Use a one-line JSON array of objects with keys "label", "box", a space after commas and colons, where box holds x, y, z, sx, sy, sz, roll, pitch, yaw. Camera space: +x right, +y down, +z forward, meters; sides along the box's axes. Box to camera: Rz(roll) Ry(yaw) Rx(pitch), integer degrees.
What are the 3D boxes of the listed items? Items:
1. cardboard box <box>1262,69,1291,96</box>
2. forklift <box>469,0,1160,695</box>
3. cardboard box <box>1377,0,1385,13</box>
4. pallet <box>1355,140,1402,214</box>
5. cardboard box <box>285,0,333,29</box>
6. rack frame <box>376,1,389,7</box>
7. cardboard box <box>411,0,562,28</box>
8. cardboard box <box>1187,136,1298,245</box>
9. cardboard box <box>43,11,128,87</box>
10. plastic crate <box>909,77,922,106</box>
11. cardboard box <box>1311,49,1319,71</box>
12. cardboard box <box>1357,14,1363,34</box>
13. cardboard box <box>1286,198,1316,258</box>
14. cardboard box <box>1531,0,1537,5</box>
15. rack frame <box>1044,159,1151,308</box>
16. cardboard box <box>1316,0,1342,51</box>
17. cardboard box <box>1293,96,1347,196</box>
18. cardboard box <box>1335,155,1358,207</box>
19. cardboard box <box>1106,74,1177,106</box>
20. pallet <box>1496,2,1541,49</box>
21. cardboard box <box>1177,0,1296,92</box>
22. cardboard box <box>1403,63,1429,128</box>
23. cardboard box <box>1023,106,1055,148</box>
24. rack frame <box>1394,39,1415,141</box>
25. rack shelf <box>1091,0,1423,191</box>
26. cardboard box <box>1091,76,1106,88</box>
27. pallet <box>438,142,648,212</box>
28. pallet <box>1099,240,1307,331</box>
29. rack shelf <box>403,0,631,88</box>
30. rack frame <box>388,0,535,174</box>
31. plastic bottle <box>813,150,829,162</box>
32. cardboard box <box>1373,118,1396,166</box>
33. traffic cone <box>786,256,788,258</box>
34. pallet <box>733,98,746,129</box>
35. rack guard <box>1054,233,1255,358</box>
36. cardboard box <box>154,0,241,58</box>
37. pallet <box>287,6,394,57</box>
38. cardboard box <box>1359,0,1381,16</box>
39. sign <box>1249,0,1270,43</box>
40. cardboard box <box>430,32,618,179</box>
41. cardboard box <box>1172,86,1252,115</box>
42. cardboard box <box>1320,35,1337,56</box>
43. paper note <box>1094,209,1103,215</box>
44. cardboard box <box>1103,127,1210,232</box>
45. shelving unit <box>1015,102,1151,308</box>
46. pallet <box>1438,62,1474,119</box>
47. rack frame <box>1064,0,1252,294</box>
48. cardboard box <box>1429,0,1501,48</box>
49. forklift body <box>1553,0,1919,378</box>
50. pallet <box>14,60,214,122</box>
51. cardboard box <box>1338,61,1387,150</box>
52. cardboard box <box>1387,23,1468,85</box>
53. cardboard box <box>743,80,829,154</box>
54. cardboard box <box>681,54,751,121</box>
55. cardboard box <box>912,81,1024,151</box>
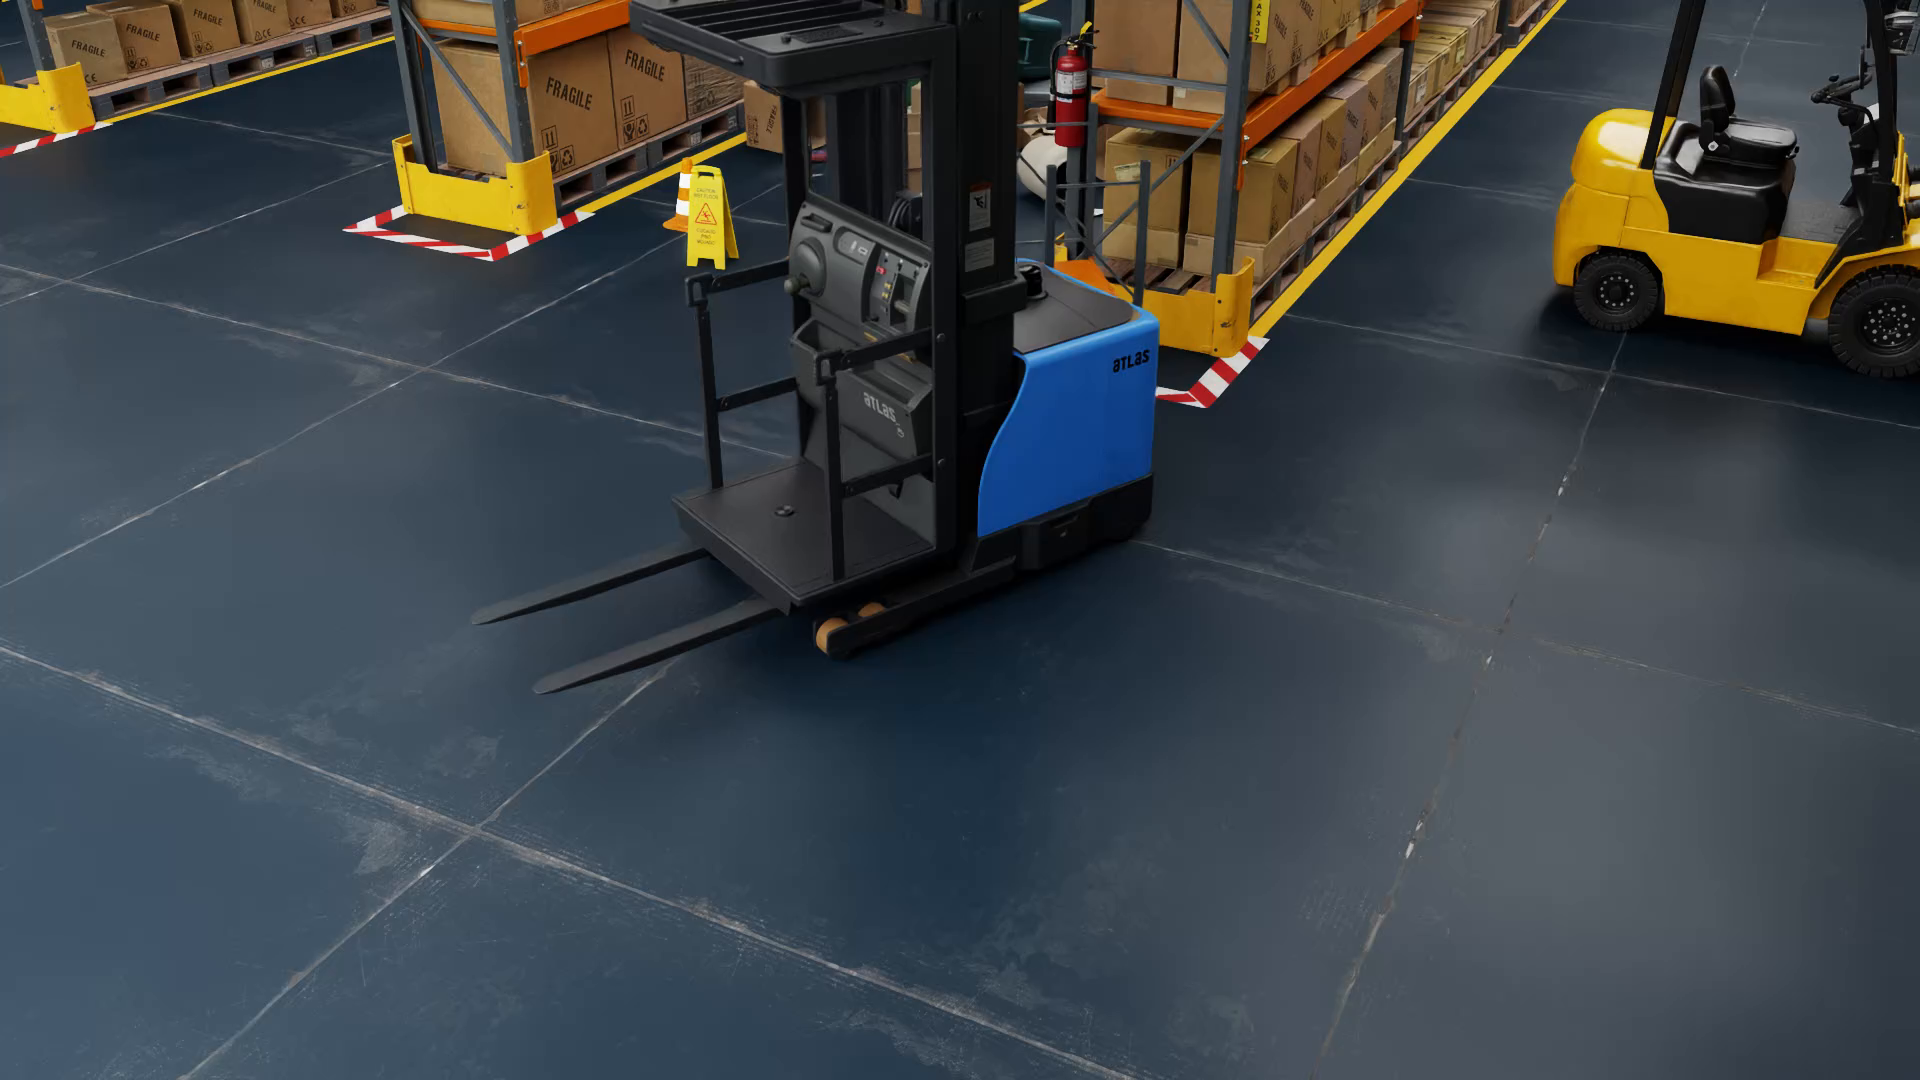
[{"label": "cardboard box", "box": [1.716, -2.722, 9.731, 0.380, 0.149, 0.250, 13, 32, 22]}, {"label": "forklift", "box": [-0.584, -1.079, 6.686, 3.031, 2.935, 1.130, -20, 36, -31]}, {"label": "cardboard box", "box": [2.733, -3.756, 11.531, 0.380, 0.149, 0.250, 14, 33, 24]}, {"label": "pallet", "box": [2.629, -2.772, 12.365, 1.003, 0.211, 1.213, 14, 33, 23]}, {"label": "cardboard box", "box": [-6.390, -5.209, 15.897, 0.500, 0.500, 0.500, -26, 39, -37]}, {"label": "rack frame", "box": [-5.918, -6.535, 16.117, 1.000, 3.000, 0.127, 14, 33, 23]}, {"label": "cardboard box", "box": [-3.242, -3.831, 11.259, 0.875, 0.550, 0.550, 14, 33, 23]}, {"label": "cardboard box", "box": [1.706, -2.134, 10.040, 0.500, 0.500, 0.500, 13, 32, 22]}, {"label": "cardboard box", "box": [-7.441, -4.133, 14.023, 0.500, 0.500, 0.500, 21, 36, 32]}, {"label": "plastic crate", "box": [-0.462, -3.796, 14.114, 0.662, 0.188, 0.450, -18, 24, -28]}, {"label": "cardboard box", "box": [1.961, -2.947, 10.122, 0.380, 0.149, 0.250, 15, 33, 25]}, {"label": "cardboard box", "box": [2.426, -3.408, 10.925, 0.380, 0.149, 0.250, 14, 33, 22]}, {"label": "cardboard box", "box": [1.934, -2.023, 10.599, 0.500, 0.250, 0.500, 16, 33, 25]}, {"label": "cardboard box", "box": [5.525, -6.002, 16.902, 0.875, 0.875, 0.875, 15, 33, 24]}, {"label": "rack frame", "box": [0.654, -1.124, 8.201, 0.500, 1.500, 0.032, -5, 30, -9]}, {"label": "cardboard box", "box": [2.008, -3.289, 10.067, 0.500, 0.500, 0.500, 14, 33, 22]}, {"label": "cardboard box", "box": [2.176, -2.587, 10.829, 0.500, 0.500, 0.500, 15, 33, 24]}, {"label": "cardboard box", "box": [2.404, -2.491, 11.414, 0.500, 0.250, 0.500, 15, 33, 24]}, {"label": "cardboard box", "box": [1.062, -2.619, 9.550, 0.380, 0.149, 0.250, 15, 33, 25]}, {"label": "pallet", "box": [5.152, -5.183, 16.564, 1.003, 0.211, 1.213, 14, 33, 23]}, {"label": "cardboard box", "box": [1.544, -2.833, 9.272, 0.500, 0.500, 0.500, 14, 33, 23]}, {"label": "cardboard box", "box": [3.140, -3.562, 13.158, 0.950, 0.372, 0.625, 15, 33, 24]}, {"label": "cardboard box", "box": [0.622, -3.227, 13.102, 0.258, 0.266, 0.396, -7, 31, -11]}, {"label": "rack frame", "box": [2.904, -4.287, 12.203, 1.000, 3.000, 0.127, 14, 33, 23]}, {"label": "rack shelf", "box": [1.993, -3.088, 10.838, 1.077, 0.370, 4.000, 14, 33, 23]}, {"label": "cardboard box", "box": [1.306, -3.922, 13.316, 0.500, 0.500, 0.500, 14, 33, 23]}, {"label": "pallet", "box": [-3.076, -2.754, 12.335, 1.003, 0.211, 1.213, 14, 33, 23]}, {"label": "pallet", "box": [1.518, -1.690, 10.481, 1.003, 0.211, 1.213, 14, 33, 23]}, {"label": "rack shelf", "box": [-2.460, -4.166, 12.715, 1.077, 0.370, 4.000, 14, 33, 23]}, {"label": "rack frame", "box": [-3.371, -3.592, 10.992, 1.000, 3.000, 0.127, 14, 33, 23]}, {"label": "plastic bottle", "box": [-1.102, -2.969, 12.860, 0.283, 0.061, 0.133, 4, 30, 6]}, {"label": "cardboard box", "box": [2.874, -2.953, 12.220, 0.500, 0.250, 0.500, 16, 33, 25]}, {"label": "traffic cone", "box": [-1.014, -1.998, 10.764, 0.336, 0.463, 0.334, 14, 33, 23]}, {"label": "pallet", "box": [-1.965, -3.836, 14.218, 1.003, 0.211, 1.213, 14, 33, 23]}, {"label": "rack guard", "box": [1.116, -1.463, 9.796, 1.175, 0.500, 0.348, 14, 33, 23]}, {"label": "cardboard box", "box": [-6.897, -4.679, 14.974, 0.500, 0.500, 0.500, 18, 34, 28]}, {"label": "pallet", "box": [-6.193, -5.020, 16.279, 1.003, 0.211, 1.213, 14, 33, 23]}, {"label": "cardboard box", "box": [2.462, -3.745, 10.860, 0.500, 0.500, 0.500, 15, 33, 25]}, {"label": "sign", "box": [1.565, -2.766, 8.685, 0.100, 0.325, 0.005, 14, 33, 23]}, {"label": "cardboard box", "box": [-3.121, -3.168, 11.966, 0.875, 0.875, 0.875, 14, 33, 24]}, {"label": "cardboard box", "box": [1.421, -2.508, 9.358, 0.380, 0.149, 0.250, 14, 33, 23]}, {"label": "cardboard box", "box": [2.174, -3.188, 10.541, 0.380, 0.149, 0.250, 13, 32, 22]}, {"label": "paper note", "box": [0.942, -2.330, 11.777, 0.142, 0.019, 0.148, 4, 30, 6]}, {"label": "cardboard box", "box": [1.214, -2.243, 10.230, 0.500, 0.500, 0.500, 15, 33, 24]}, {"label": "shelving unit", "box": [0.564, -1.378, 8.643, 0.587, 1.500, 1.083, -5, 30, -9]}, {"label": "pallet", "box": [3.812, -3.966, 14.444, 1.003, 0.211, 1.213, 14, 33, 23]}, {"label": "rack frame", "box": [1.082, -2.513, 9.115, 1.000, 3.000, 0.127, 14, 33, 23]}, {"label": "cardboard box", "box": [4.460, -4.854, 15.408, 0.950, 0.372, 0.625, 12, 32, 20]}, {"label": "forklift body", "box": [4.742, -2.275, 9.553, 2.313, 2.155, 1.214, 14, 33, 23]}, {"label": "pallet", "box": [-7.304, -3.938, 14.396, 1.003, 0.211, 1.213, 14, 33, 23]}, {"label": "cardboard box", "box": [2.643, -3.053, 11.640, 0.500, 0.500, 0.500, 15, 33, 24]}, {"label": "cardboard box", "box": [3.780, -4.190, 14.252, 0.950, 0.372, 0.625, 15, 33, 25]}, {"label": "cardboard box", "box": [-1.342, -3.361, 13.098, 0.500, 0.500, 0.500, 21, 36, 32]}, {"label": "cardboard box", "box": [-2.305, -3.962, 13.349, 0.875, 0.875, 0.875, 15, 33, 24]}, {"label": "cardboard box", "box": [0.047, -3.259, 12.784, 0.797, 0.637, 0.503, 14, 33, 23]}]
